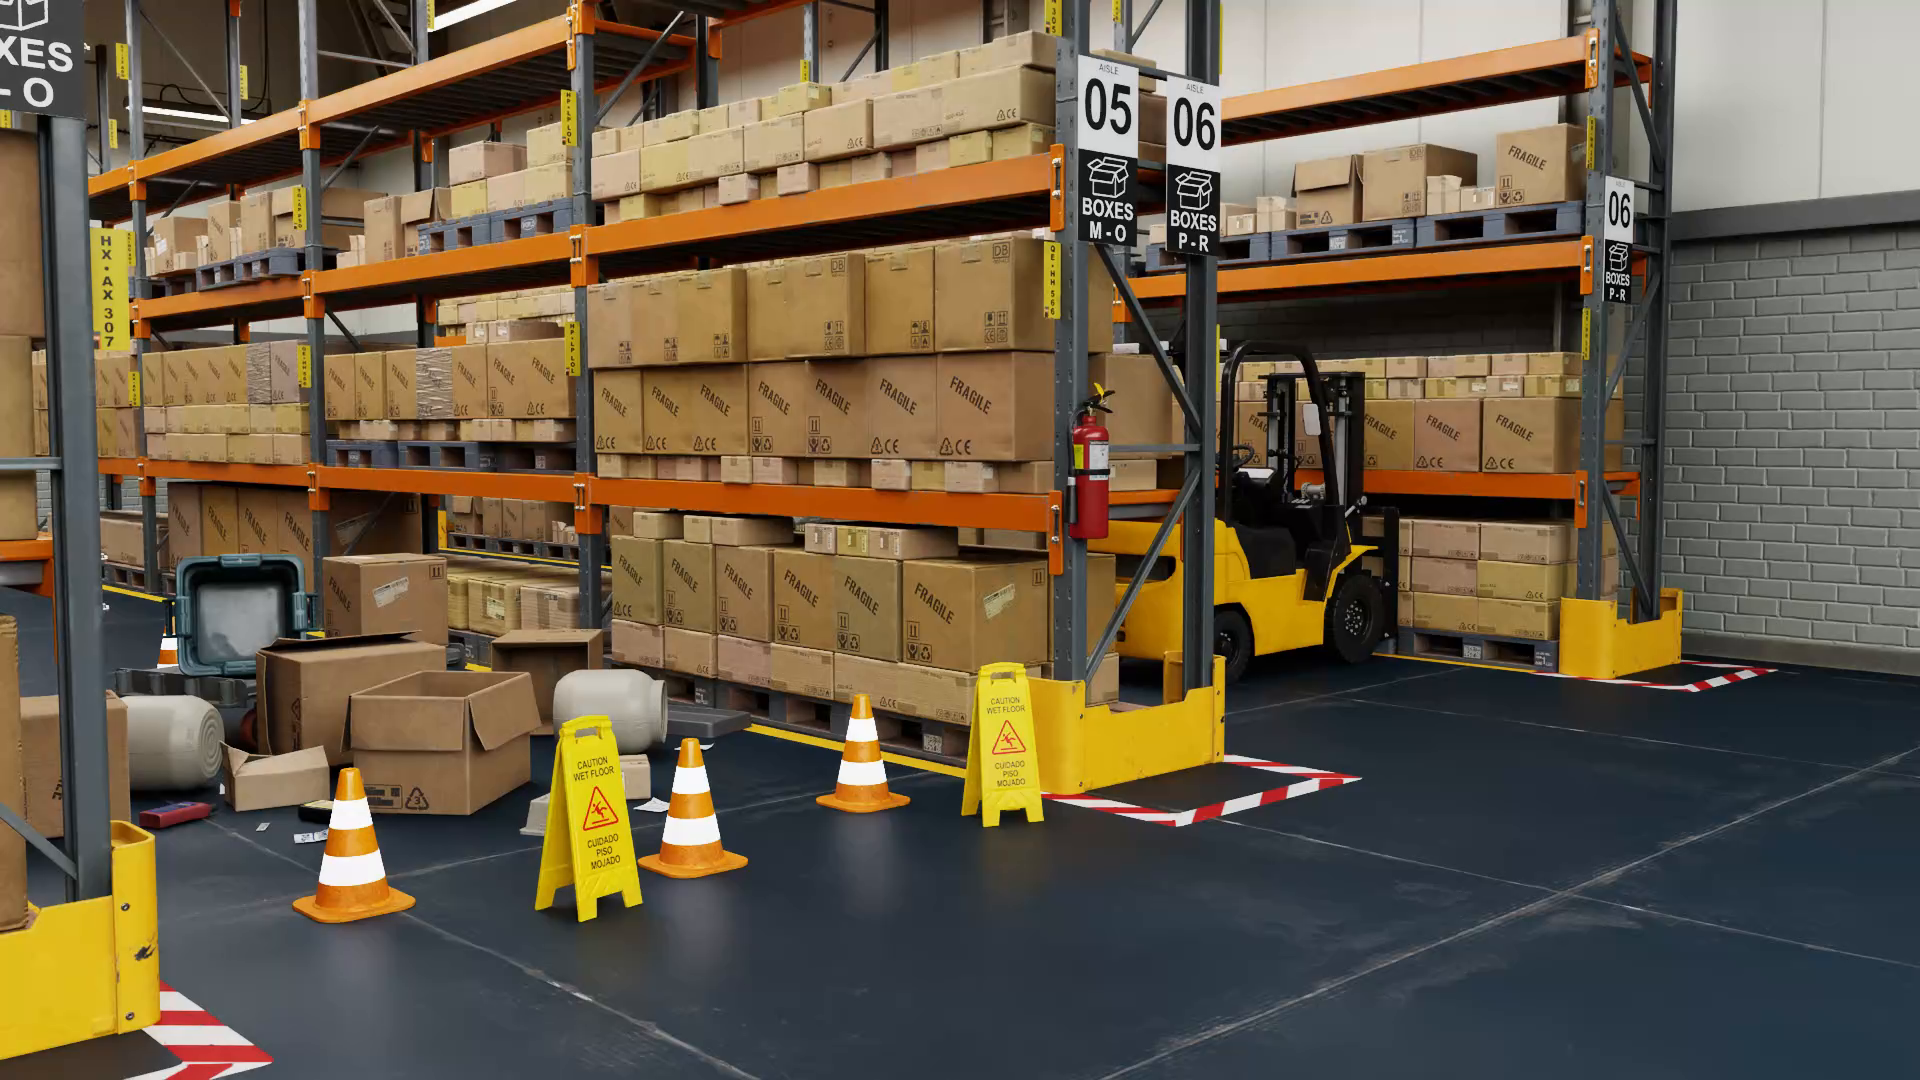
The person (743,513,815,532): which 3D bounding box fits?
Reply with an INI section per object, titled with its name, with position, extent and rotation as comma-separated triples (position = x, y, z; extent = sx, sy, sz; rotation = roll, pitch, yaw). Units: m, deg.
[person]
position = -1.436, -0.136, 12.628
extent = 1.098, 1.735, 0.584
rotation = 3, 5, 40
